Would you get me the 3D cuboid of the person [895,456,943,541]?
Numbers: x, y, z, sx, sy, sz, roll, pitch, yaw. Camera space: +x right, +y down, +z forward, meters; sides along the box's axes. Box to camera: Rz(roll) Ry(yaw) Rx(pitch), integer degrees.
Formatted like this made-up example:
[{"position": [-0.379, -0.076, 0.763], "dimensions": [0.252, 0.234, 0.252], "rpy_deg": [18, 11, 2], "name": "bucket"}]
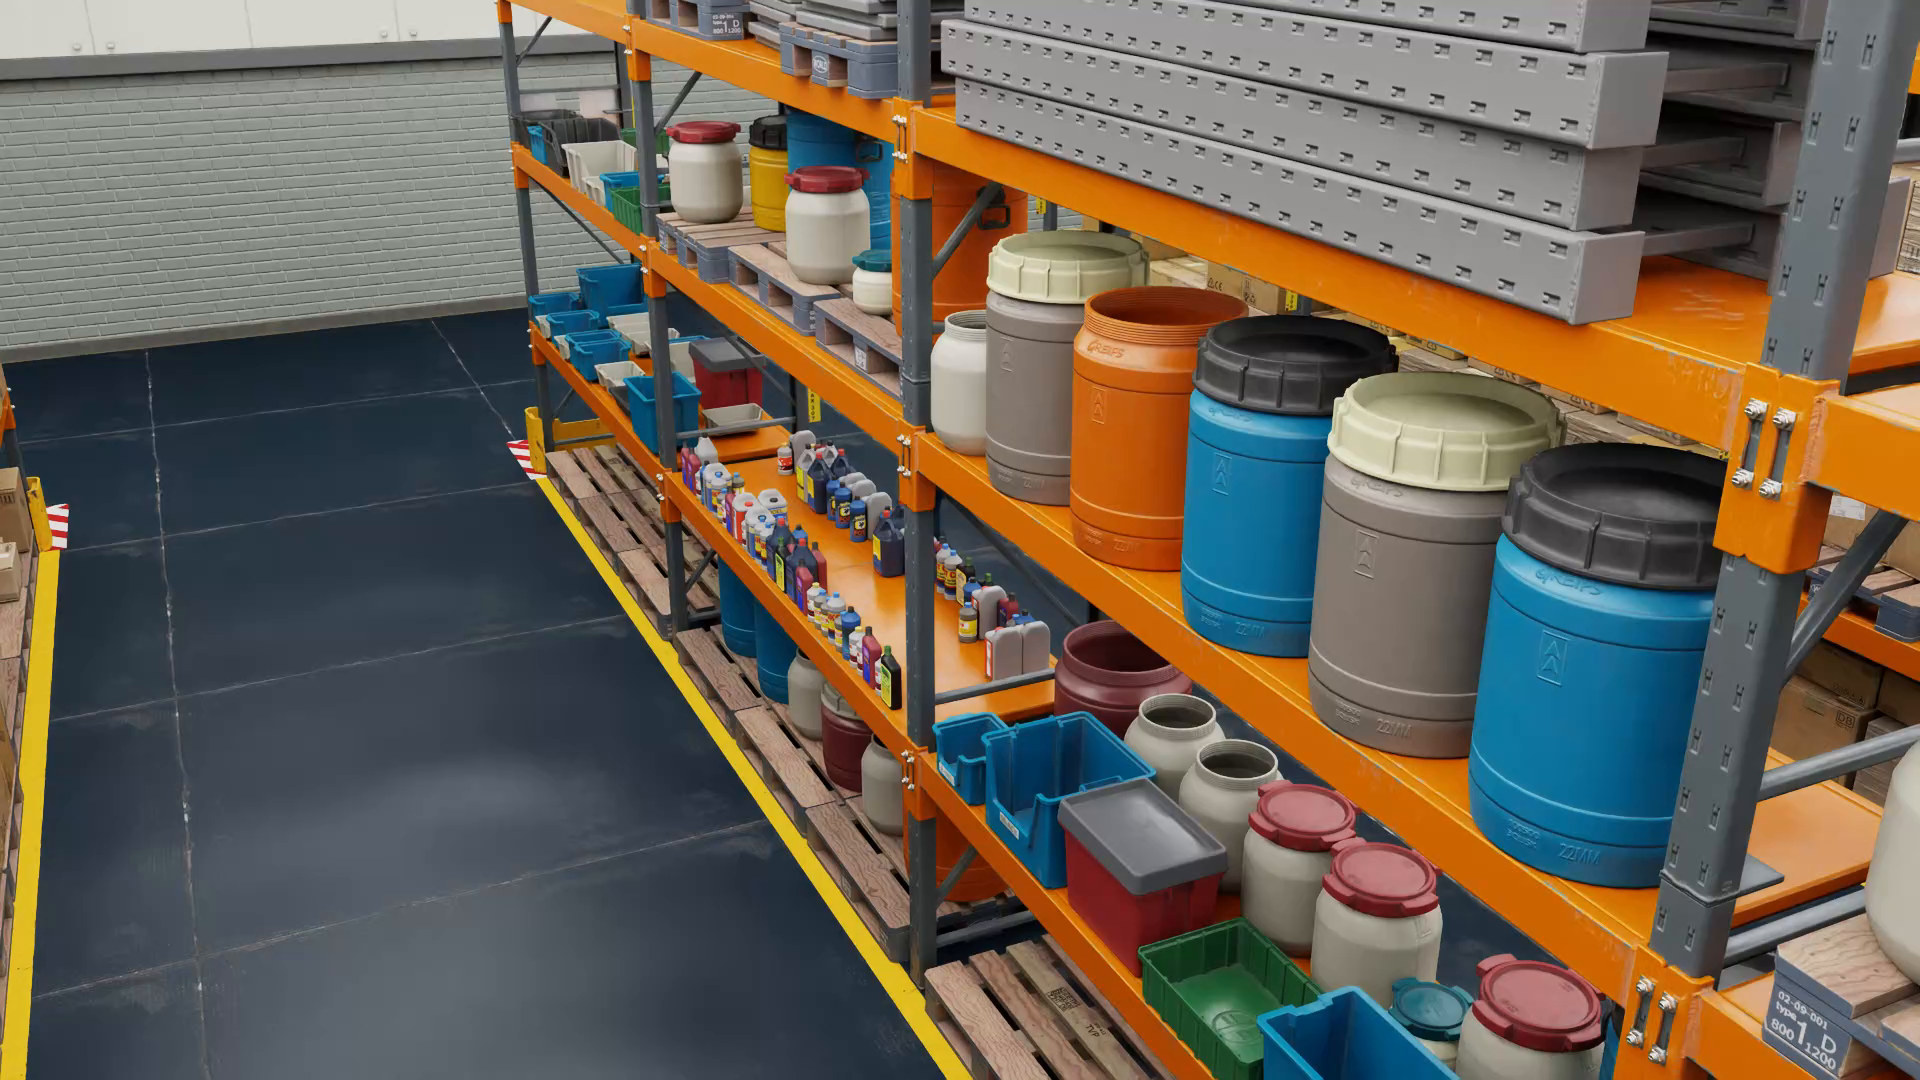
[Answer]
[{"position": [-0.263, -0.490, 12.129], "dimensions": [0.424, 1.591, 0.447], "rpy_deg": [-7, 23, -16], "name": "person"}]
